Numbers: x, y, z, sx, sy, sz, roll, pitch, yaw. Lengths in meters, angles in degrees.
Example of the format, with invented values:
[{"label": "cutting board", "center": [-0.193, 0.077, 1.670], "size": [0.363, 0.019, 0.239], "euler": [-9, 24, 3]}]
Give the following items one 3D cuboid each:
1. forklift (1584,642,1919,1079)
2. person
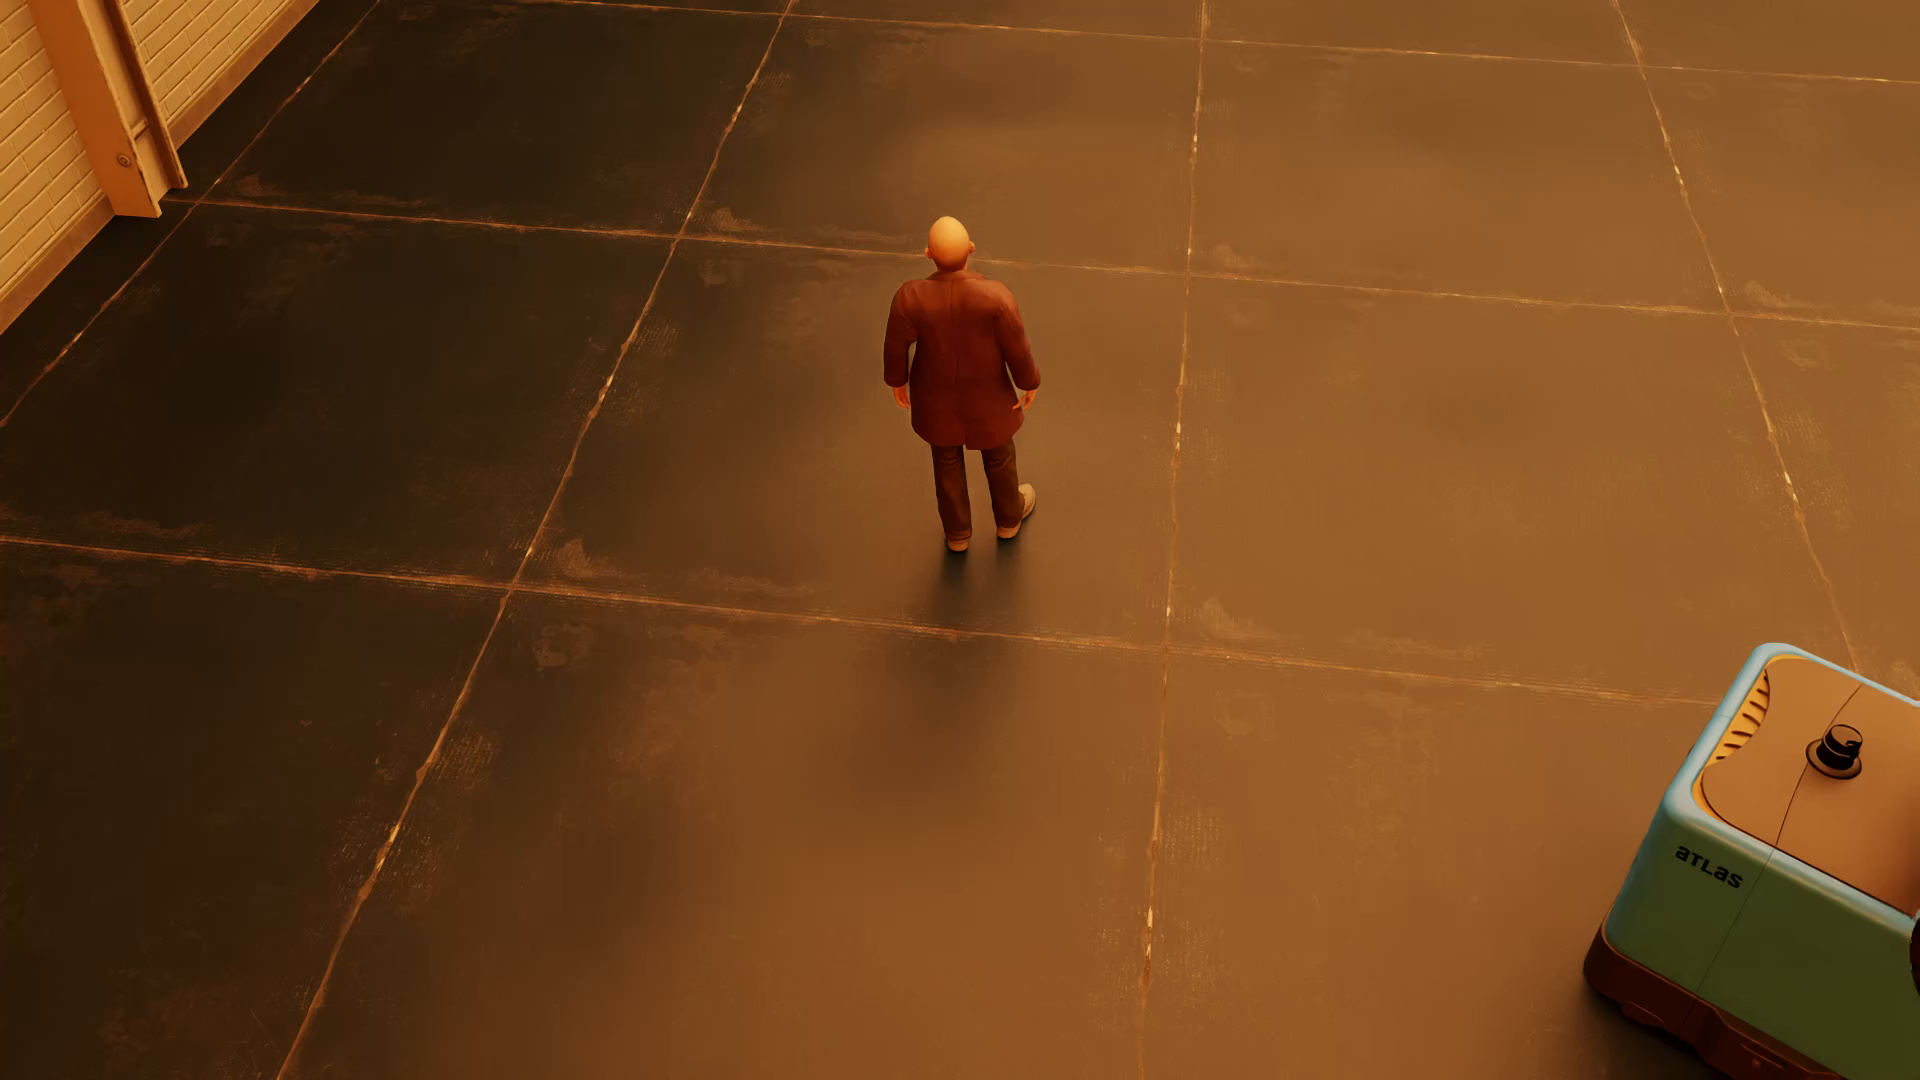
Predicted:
[{"label": "forklift", "center": [3.746, 0.928, 4.714], "size": [3.031, 2.935, 1.130], "euler": [28, 50, 27]}, {"label": "person", "center": [0.017, -0.720, 7.350], "size": [0.696, 1.776, 0.582], "euler": [5, 43, 6]}]
